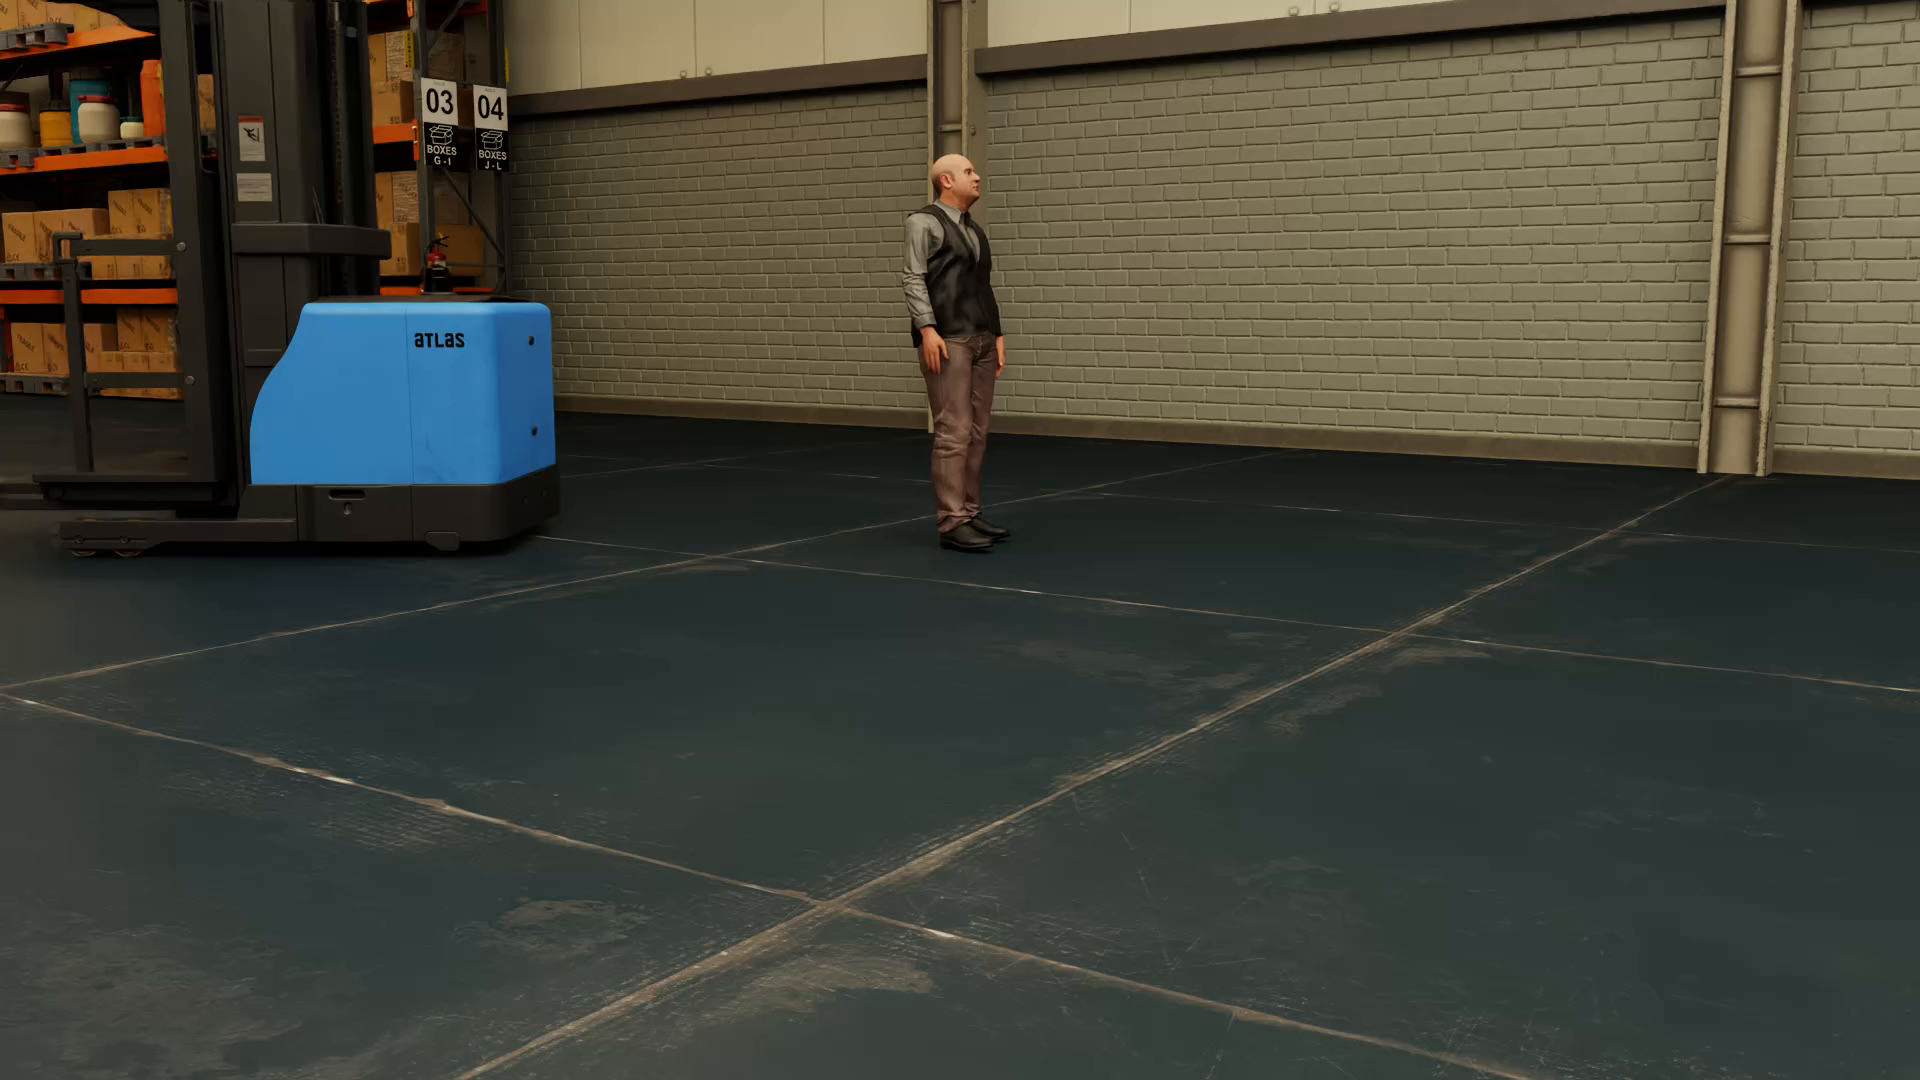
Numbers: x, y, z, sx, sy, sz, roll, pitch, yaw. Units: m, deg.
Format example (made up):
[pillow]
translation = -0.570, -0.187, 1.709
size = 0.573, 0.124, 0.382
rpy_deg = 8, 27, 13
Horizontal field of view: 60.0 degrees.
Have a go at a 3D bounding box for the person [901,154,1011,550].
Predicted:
[person]
translation = 0.048, -0.853, 7.441
size = 0.566, 1.722, 0.633
rpy_deg = 5, 10, 34

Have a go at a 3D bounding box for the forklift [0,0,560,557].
[forklift]
translation = -3.444, -1.451, 7.400
size = 3.031, 2.935, 1.130
rpy_deg = 0, 8, 1
